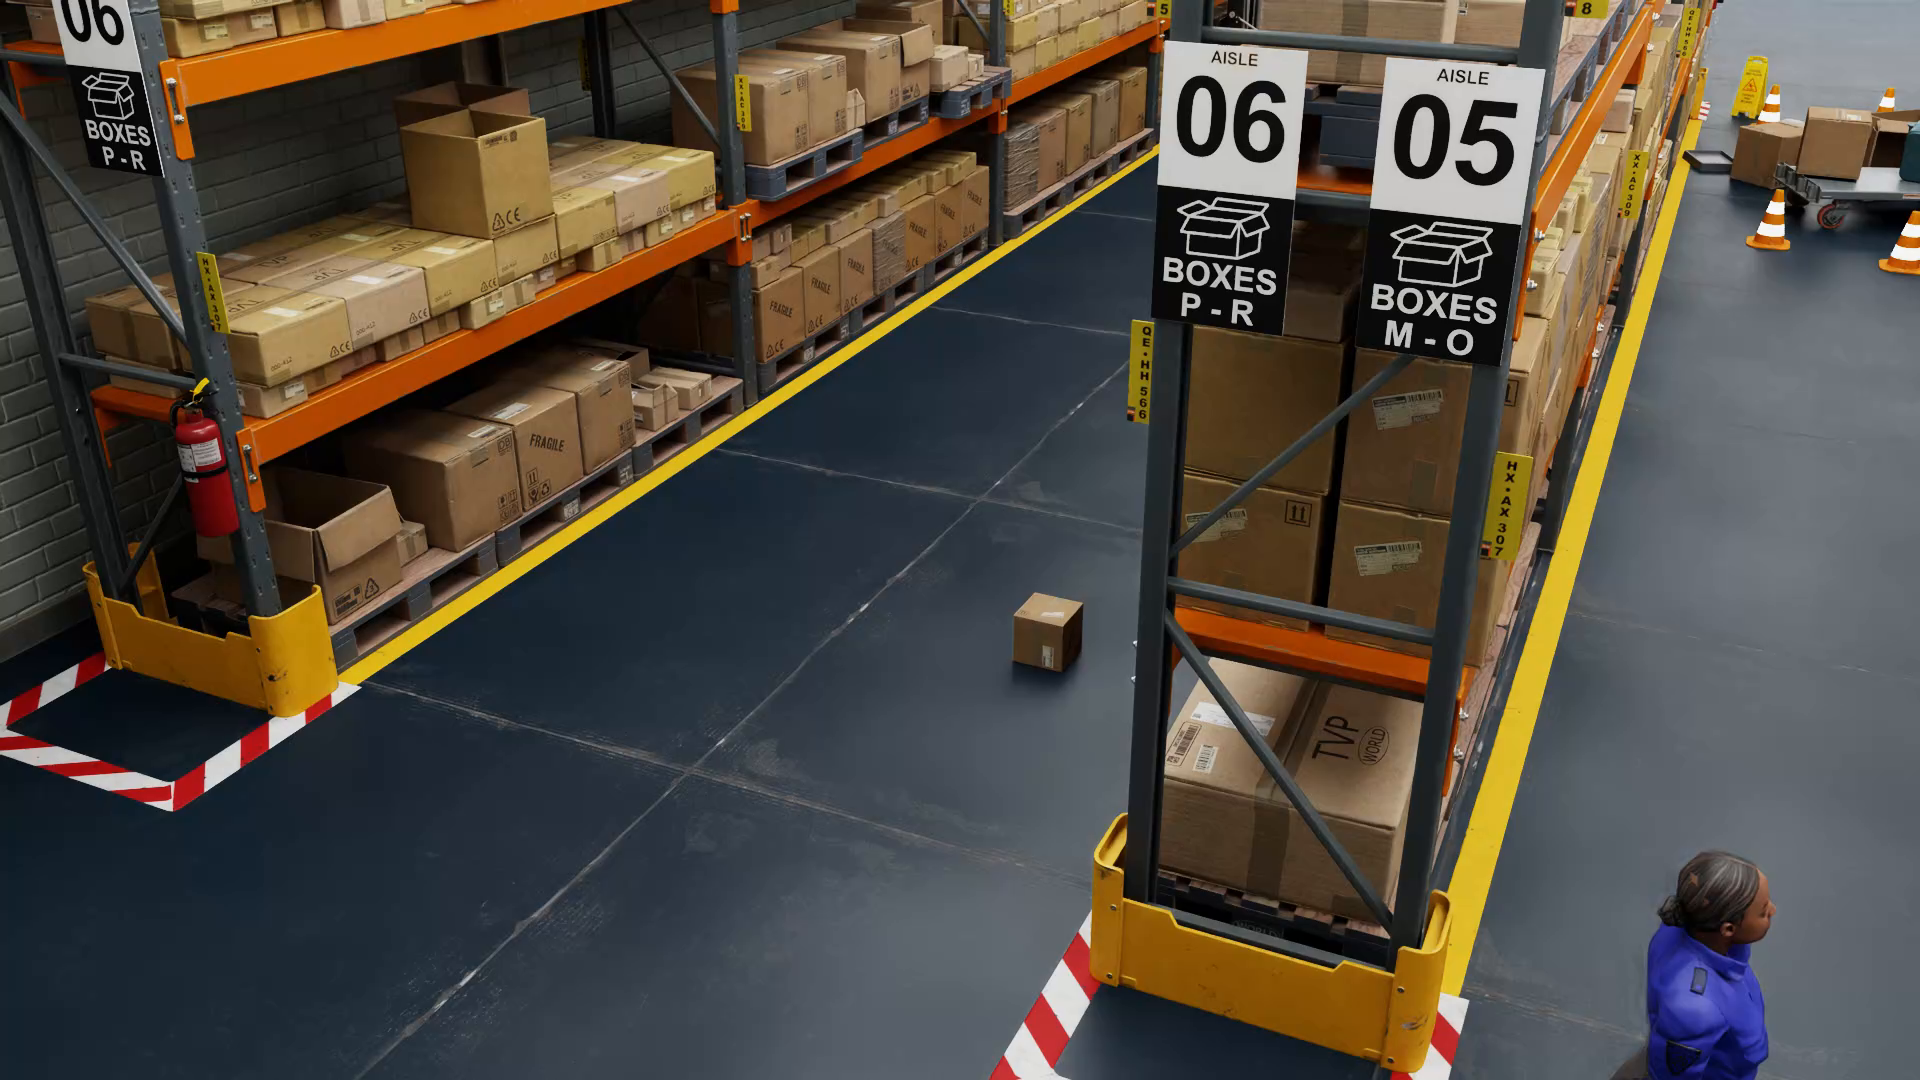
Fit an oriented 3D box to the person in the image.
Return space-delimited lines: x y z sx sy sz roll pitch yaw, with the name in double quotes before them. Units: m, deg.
"person" 1.784 1.485 4.127 0.506 1.710 0.485 8 27 15
